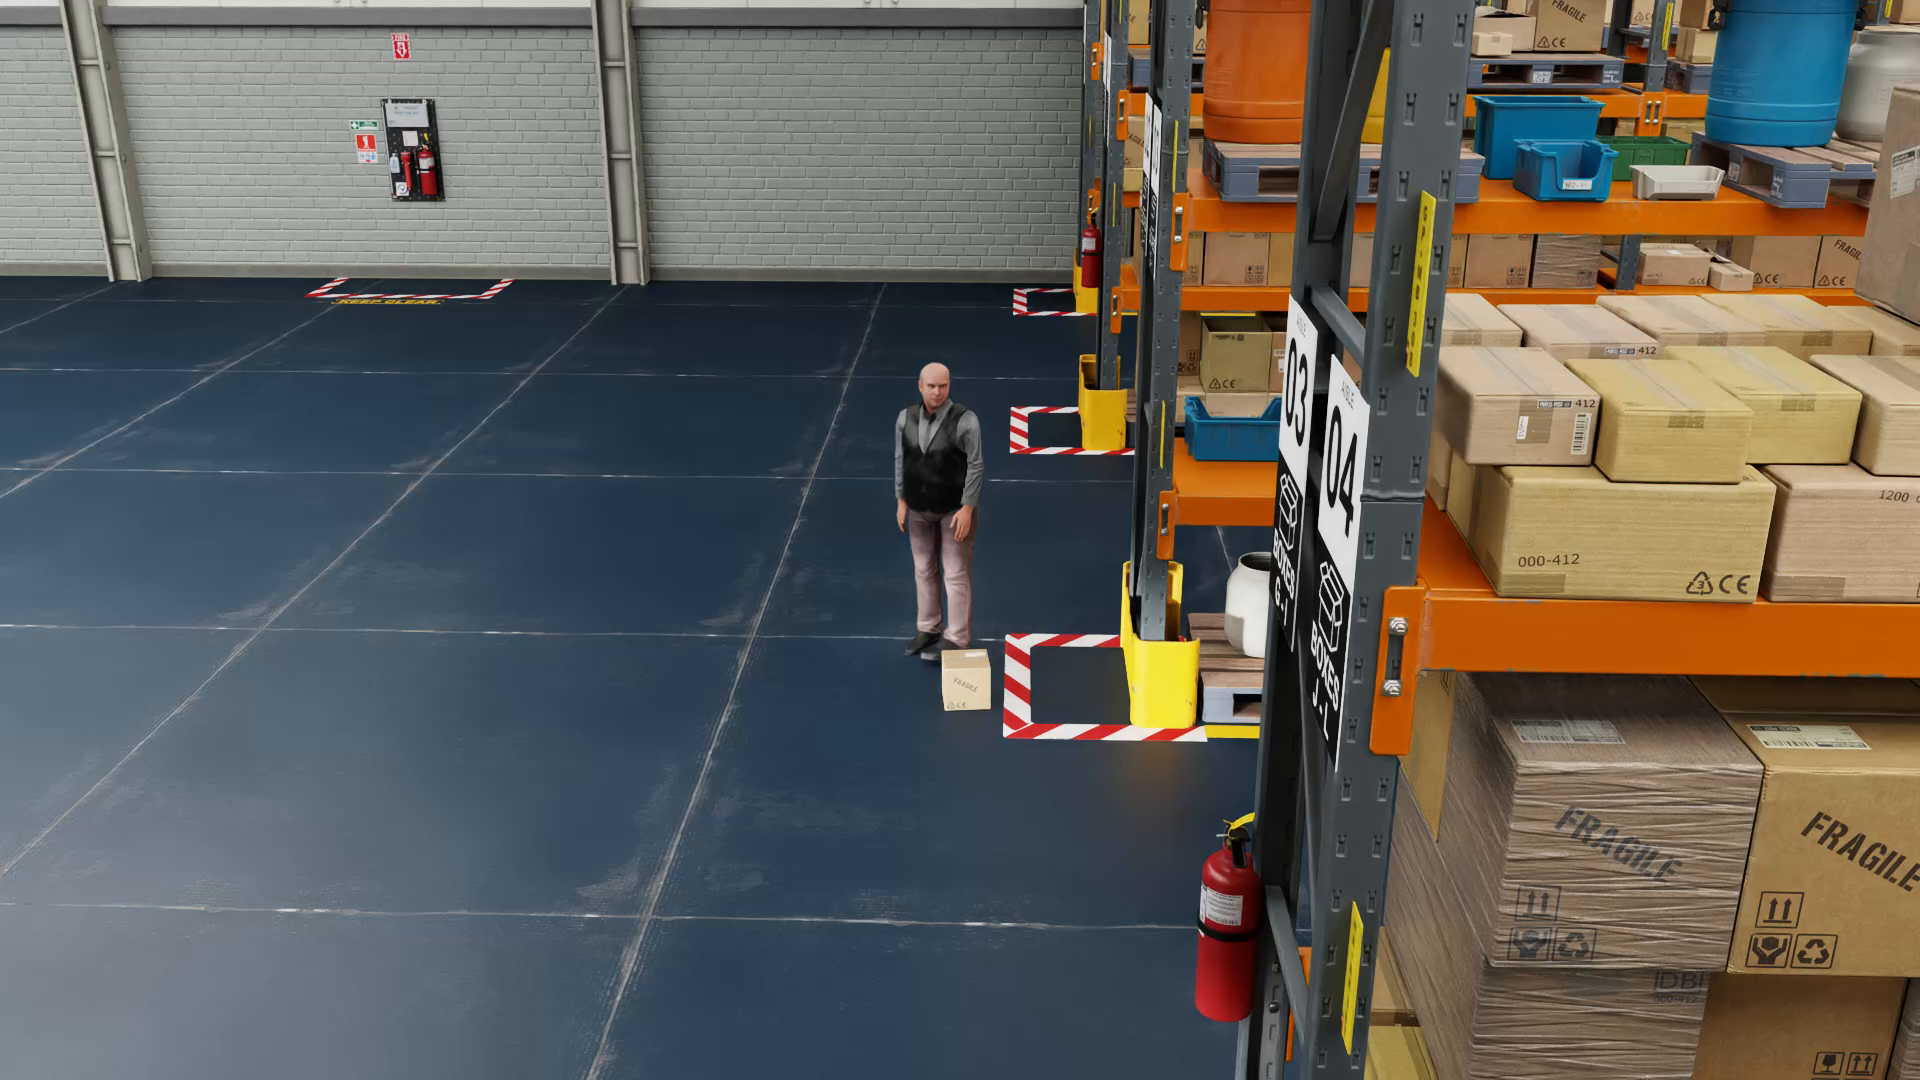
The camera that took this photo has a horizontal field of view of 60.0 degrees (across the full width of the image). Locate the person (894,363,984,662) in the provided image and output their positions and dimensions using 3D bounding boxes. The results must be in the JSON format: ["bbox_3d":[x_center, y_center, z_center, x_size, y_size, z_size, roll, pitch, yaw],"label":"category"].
[{"bbox_3d":[-0.135,-0.157,9.501,0.557,1.748,0.428,10,23,26],"label":"person"}]
